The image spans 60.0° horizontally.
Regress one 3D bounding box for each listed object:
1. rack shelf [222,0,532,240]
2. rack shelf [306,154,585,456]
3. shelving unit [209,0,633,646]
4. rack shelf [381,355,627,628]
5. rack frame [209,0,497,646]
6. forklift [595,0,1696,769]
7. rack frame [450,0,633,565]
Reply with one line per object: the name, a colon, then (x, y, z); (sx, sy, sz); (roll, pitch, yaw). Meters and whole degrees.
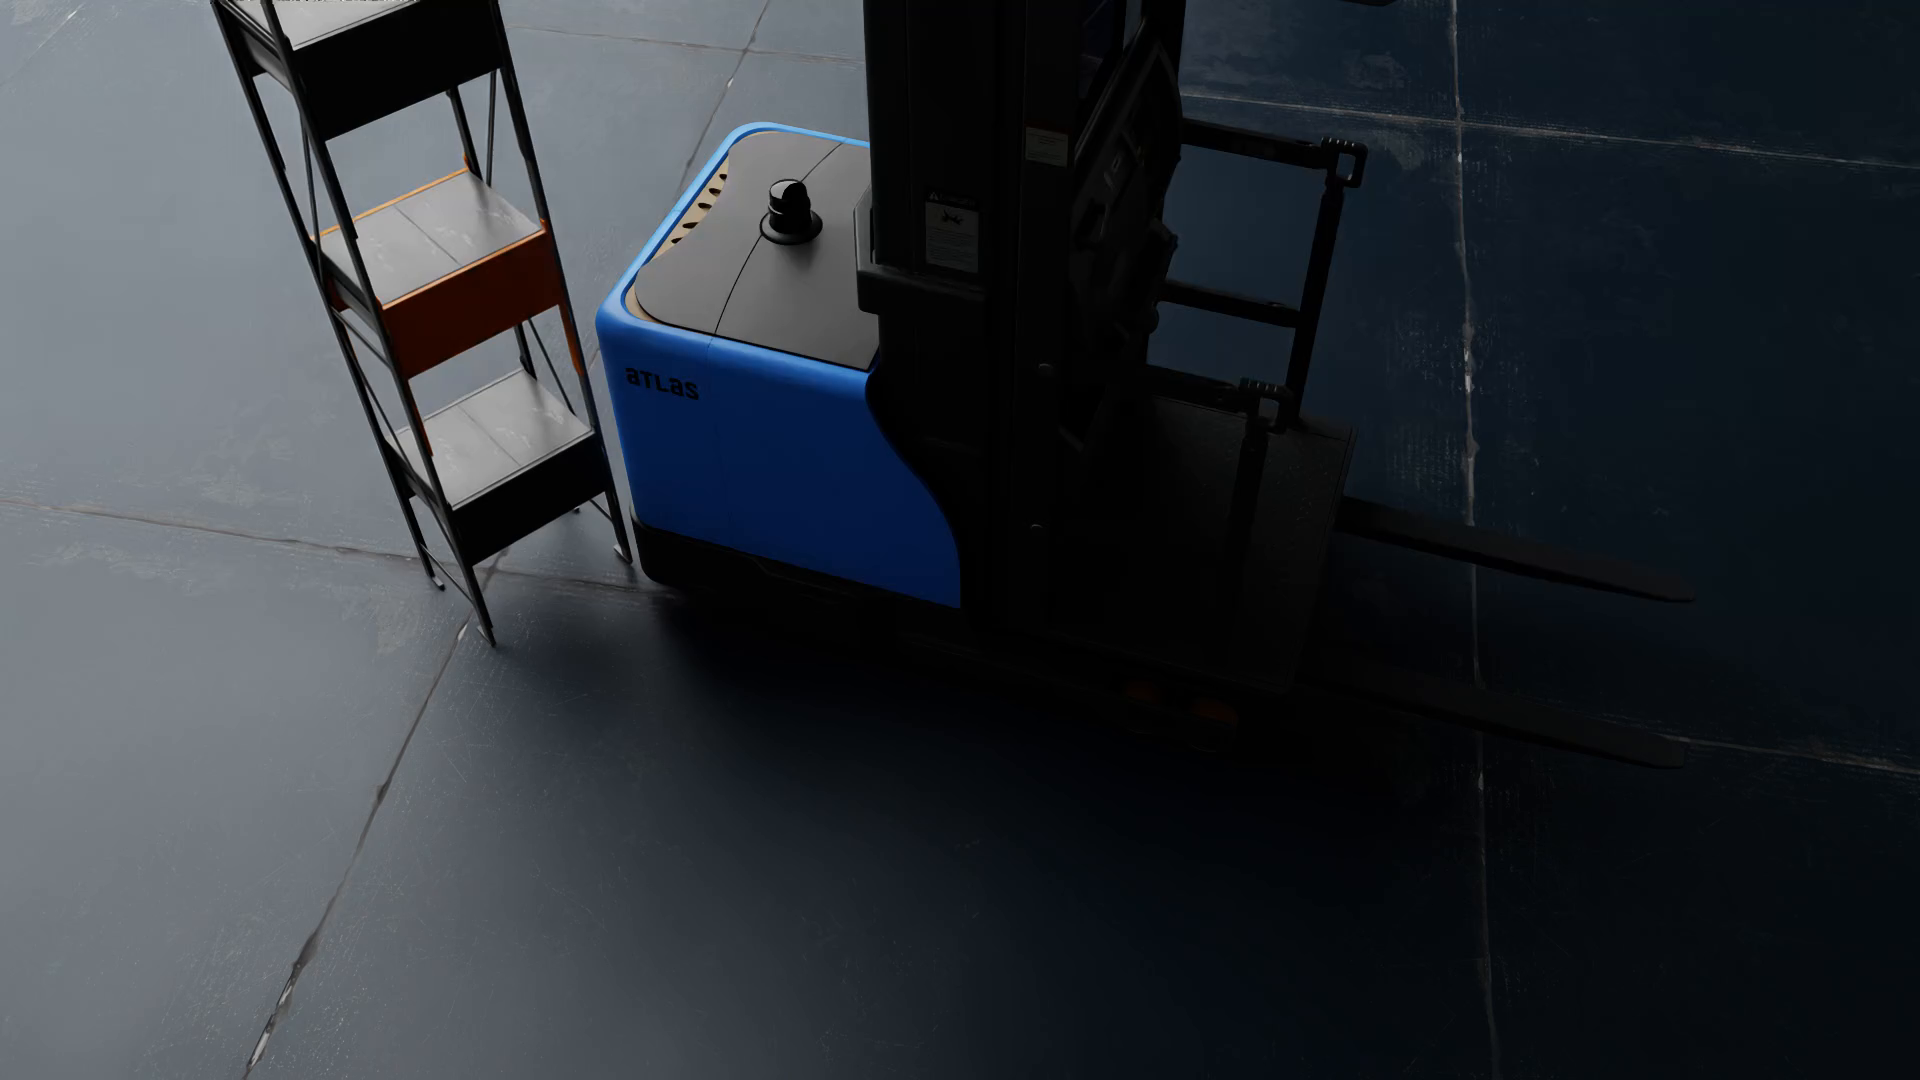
rack shelf: (-1.371, -1.105, 3.900); (0.480, 0.518, 0.431); (-33, 54, -26)
rack shelf: (-1.357, -0.625, 4.409); (0.480, 0.518, 0.431); (-33, 54, -26)
shelving unit: (-1.357, -0.634, 4.399); (0.503, 2.100, 0.431); (-33, 54, -26)
rack shelf: (-1.343, -0.145, 4.918); (0.480, 0.518, 0.431); (-33, 54, -26)
rack frame: (-1.540, -0.514, 4.291); (0.015, 2.100, 0.400); (-33, 54, -26)
forklift: (0.596, -0.827, 4.023); (3.031, 2.935, 1.130); (14, 50, 13)
rack frame: (-1.175, -0.755, 4.507); (0.015, 2.100, 0.400); (-33, 54, -26)
